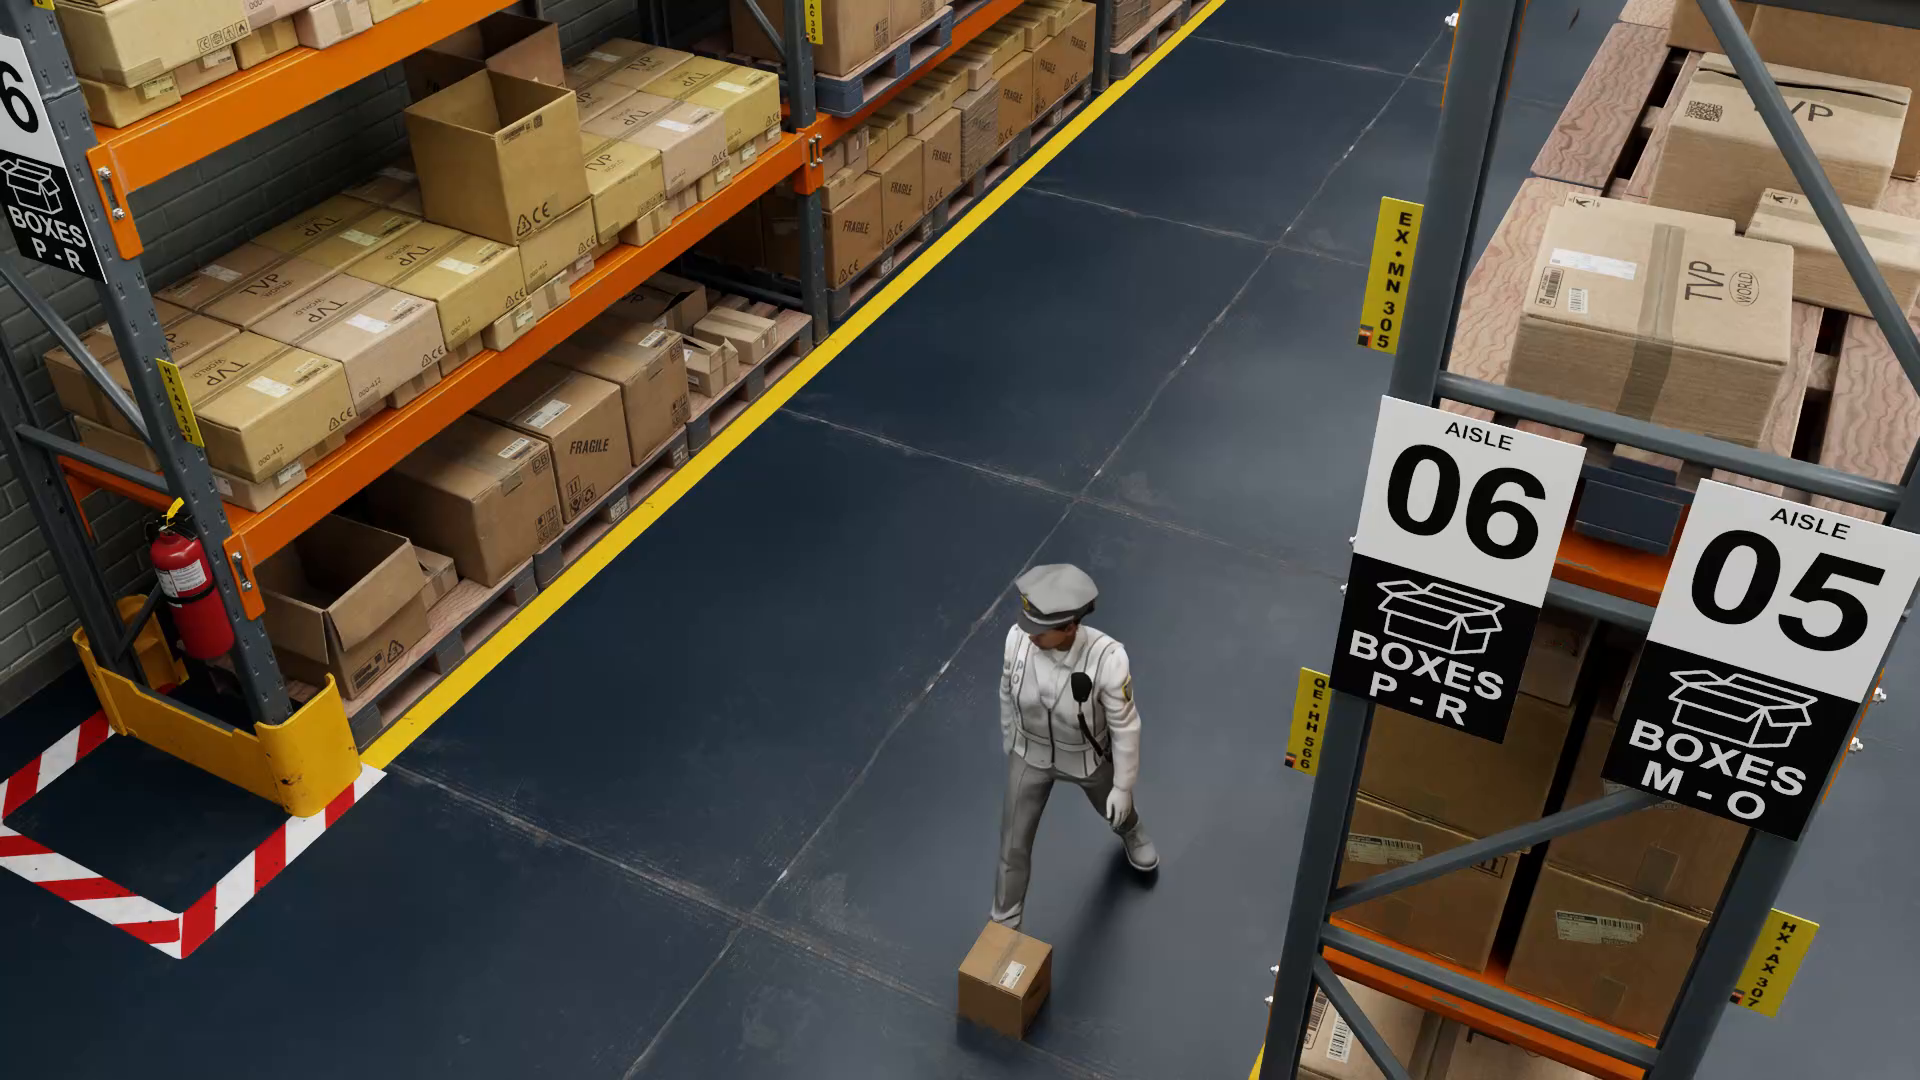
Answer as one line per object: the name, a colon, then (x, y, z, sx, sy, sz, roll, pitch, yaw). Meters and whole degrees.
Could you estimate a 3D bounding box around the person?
person: (0.401, 0.743, 5.796, 0.587, 1.630, 0.901, 12, 40, 14)
